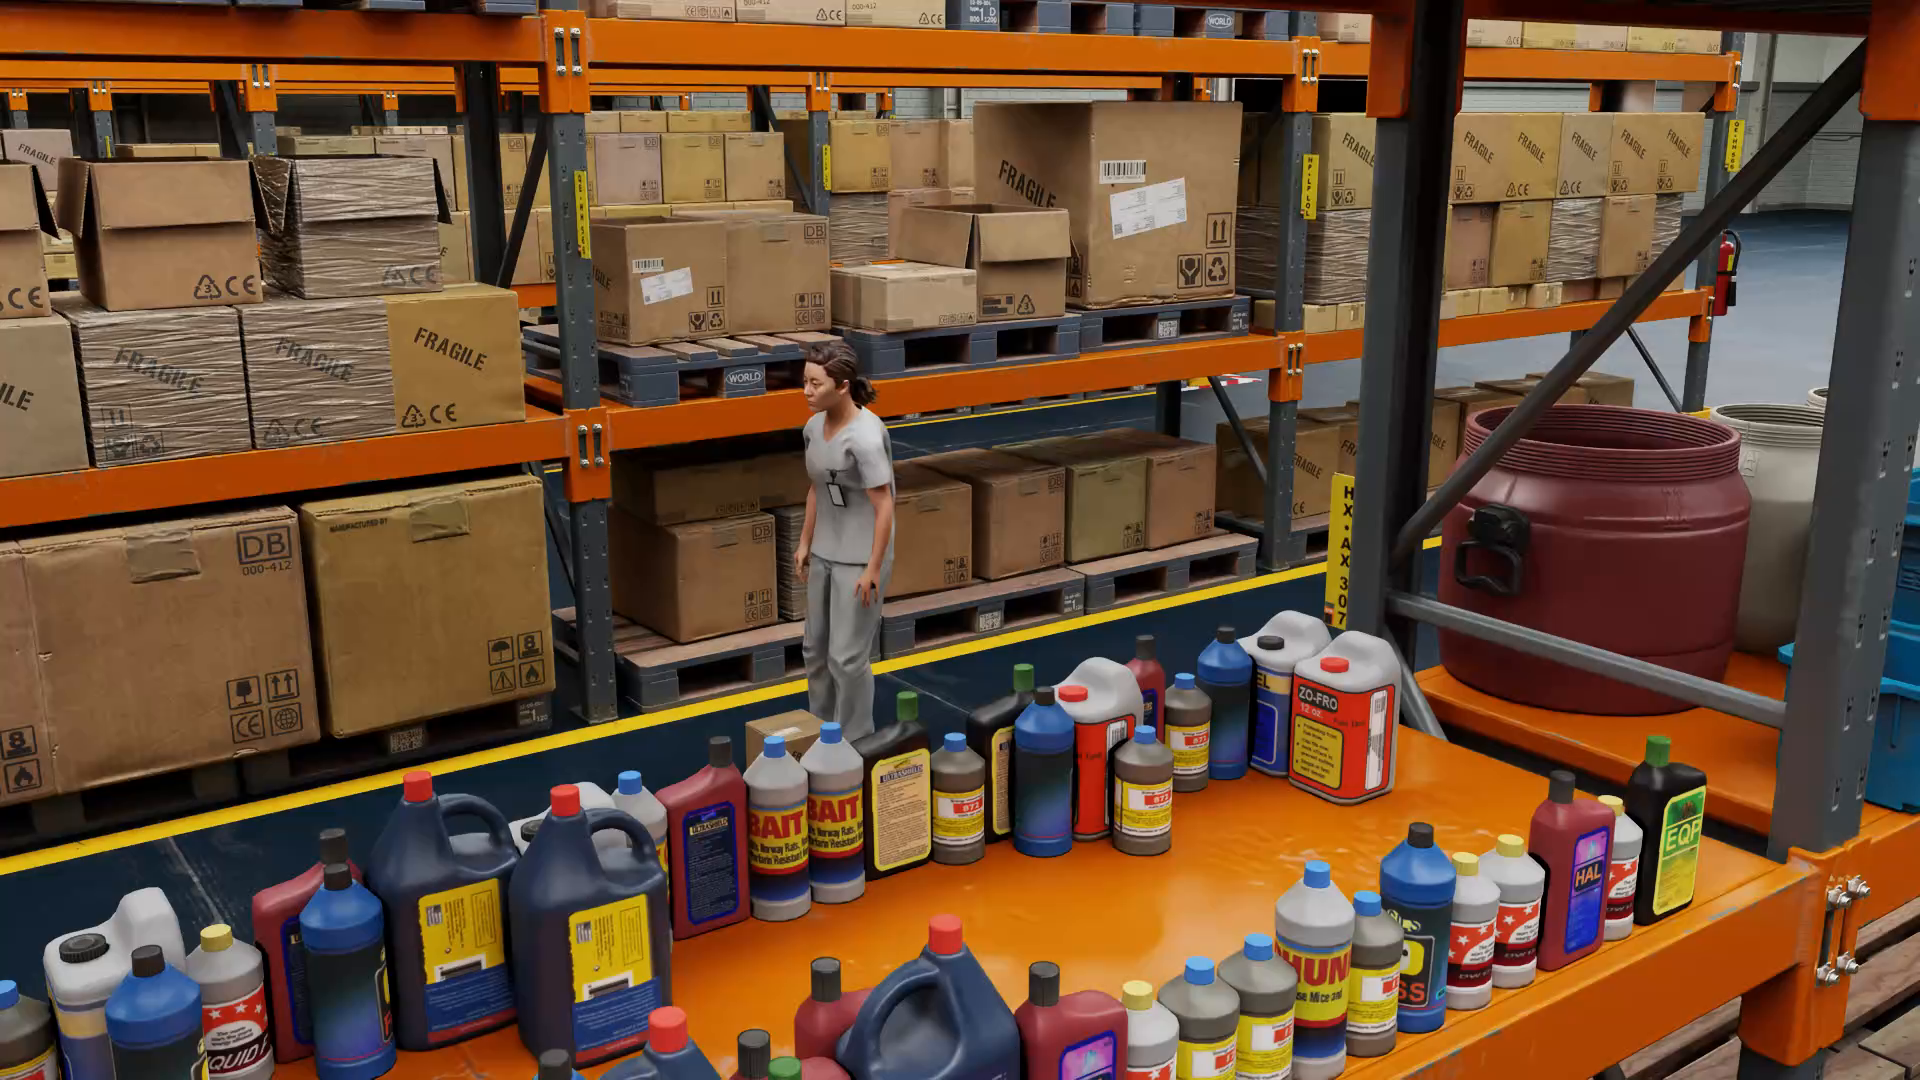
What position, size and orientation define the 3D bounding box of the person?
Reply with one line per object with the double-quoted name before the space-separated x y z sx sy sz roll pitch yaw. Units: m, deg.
"person" -0.455 0.087 6.175 0.406 1.673 0.507 -11 18 -36
